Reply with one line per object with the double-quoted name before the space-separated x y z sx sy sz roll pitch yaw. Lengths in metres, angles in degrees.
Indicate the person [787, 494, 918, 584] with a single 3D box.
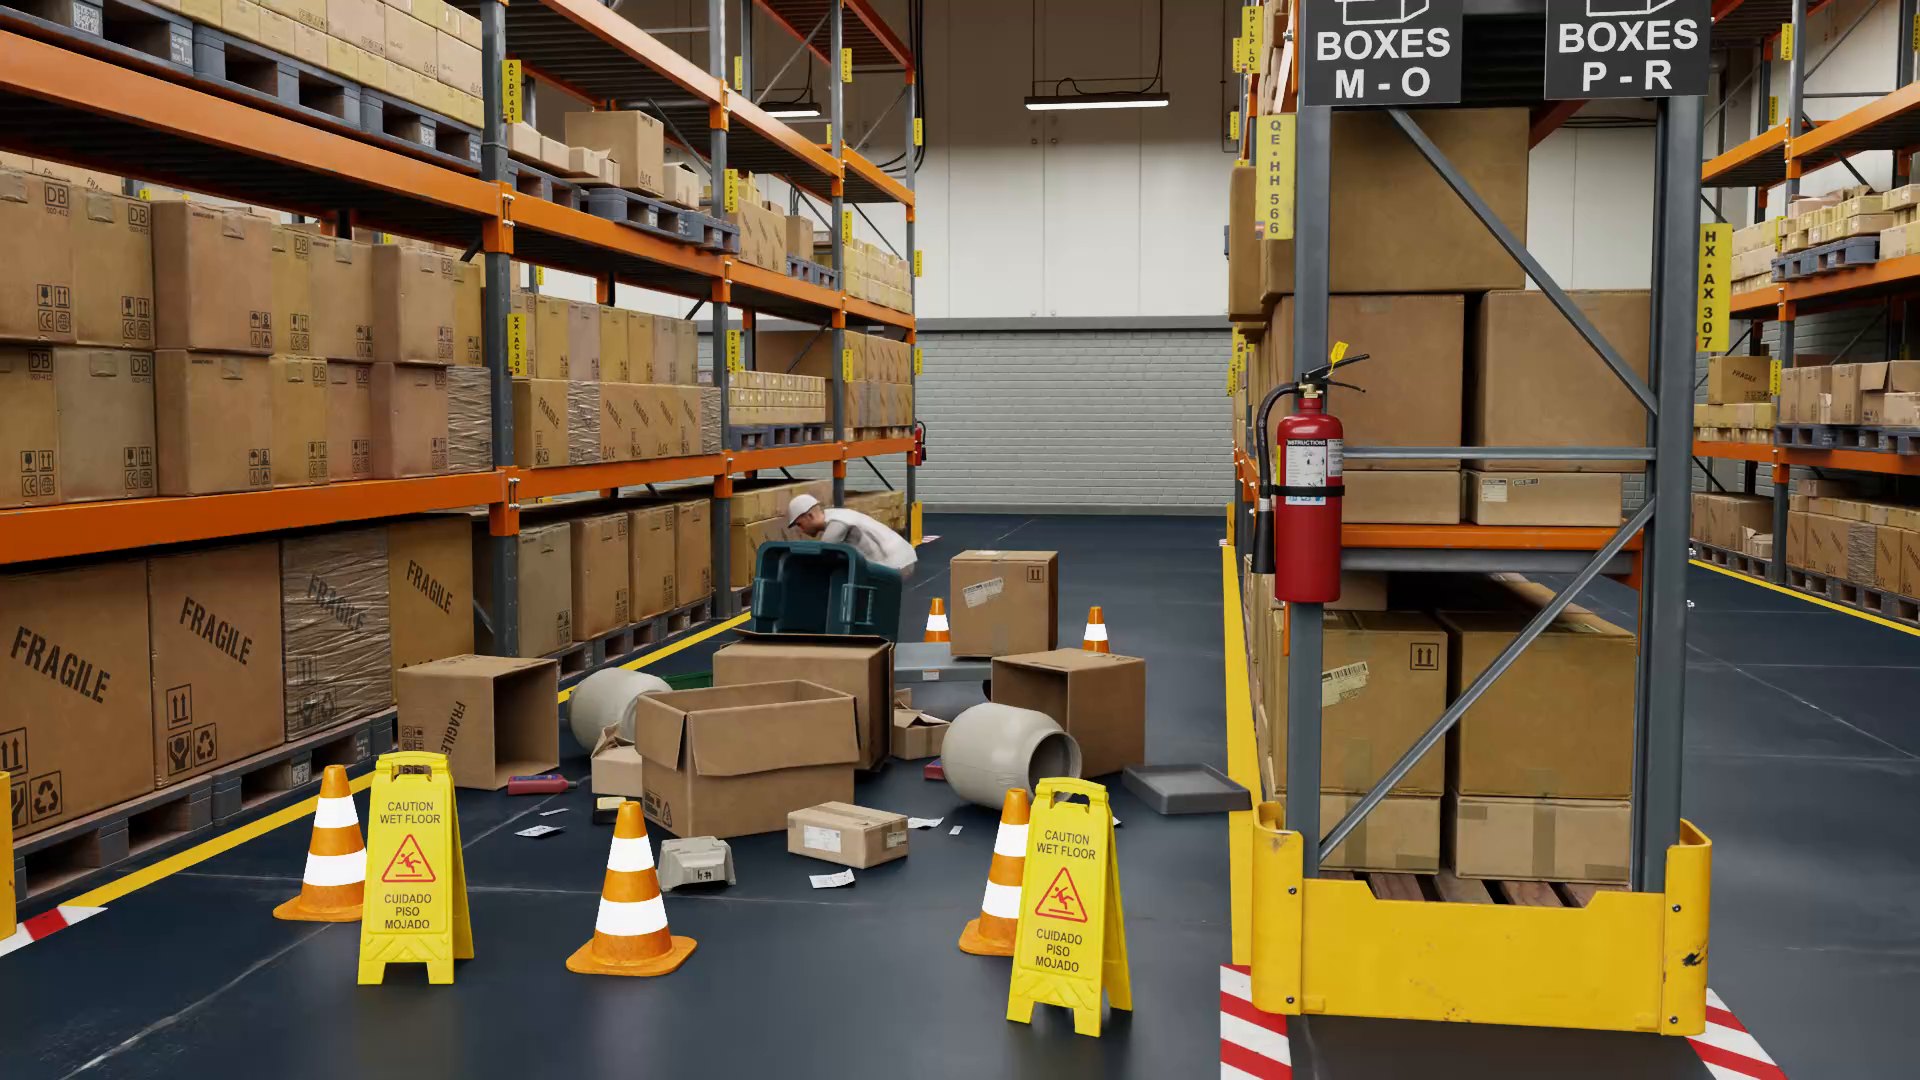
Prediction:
"person" -0.733 0.222 11.276 0.870 1.065 0.578 1 4 9
